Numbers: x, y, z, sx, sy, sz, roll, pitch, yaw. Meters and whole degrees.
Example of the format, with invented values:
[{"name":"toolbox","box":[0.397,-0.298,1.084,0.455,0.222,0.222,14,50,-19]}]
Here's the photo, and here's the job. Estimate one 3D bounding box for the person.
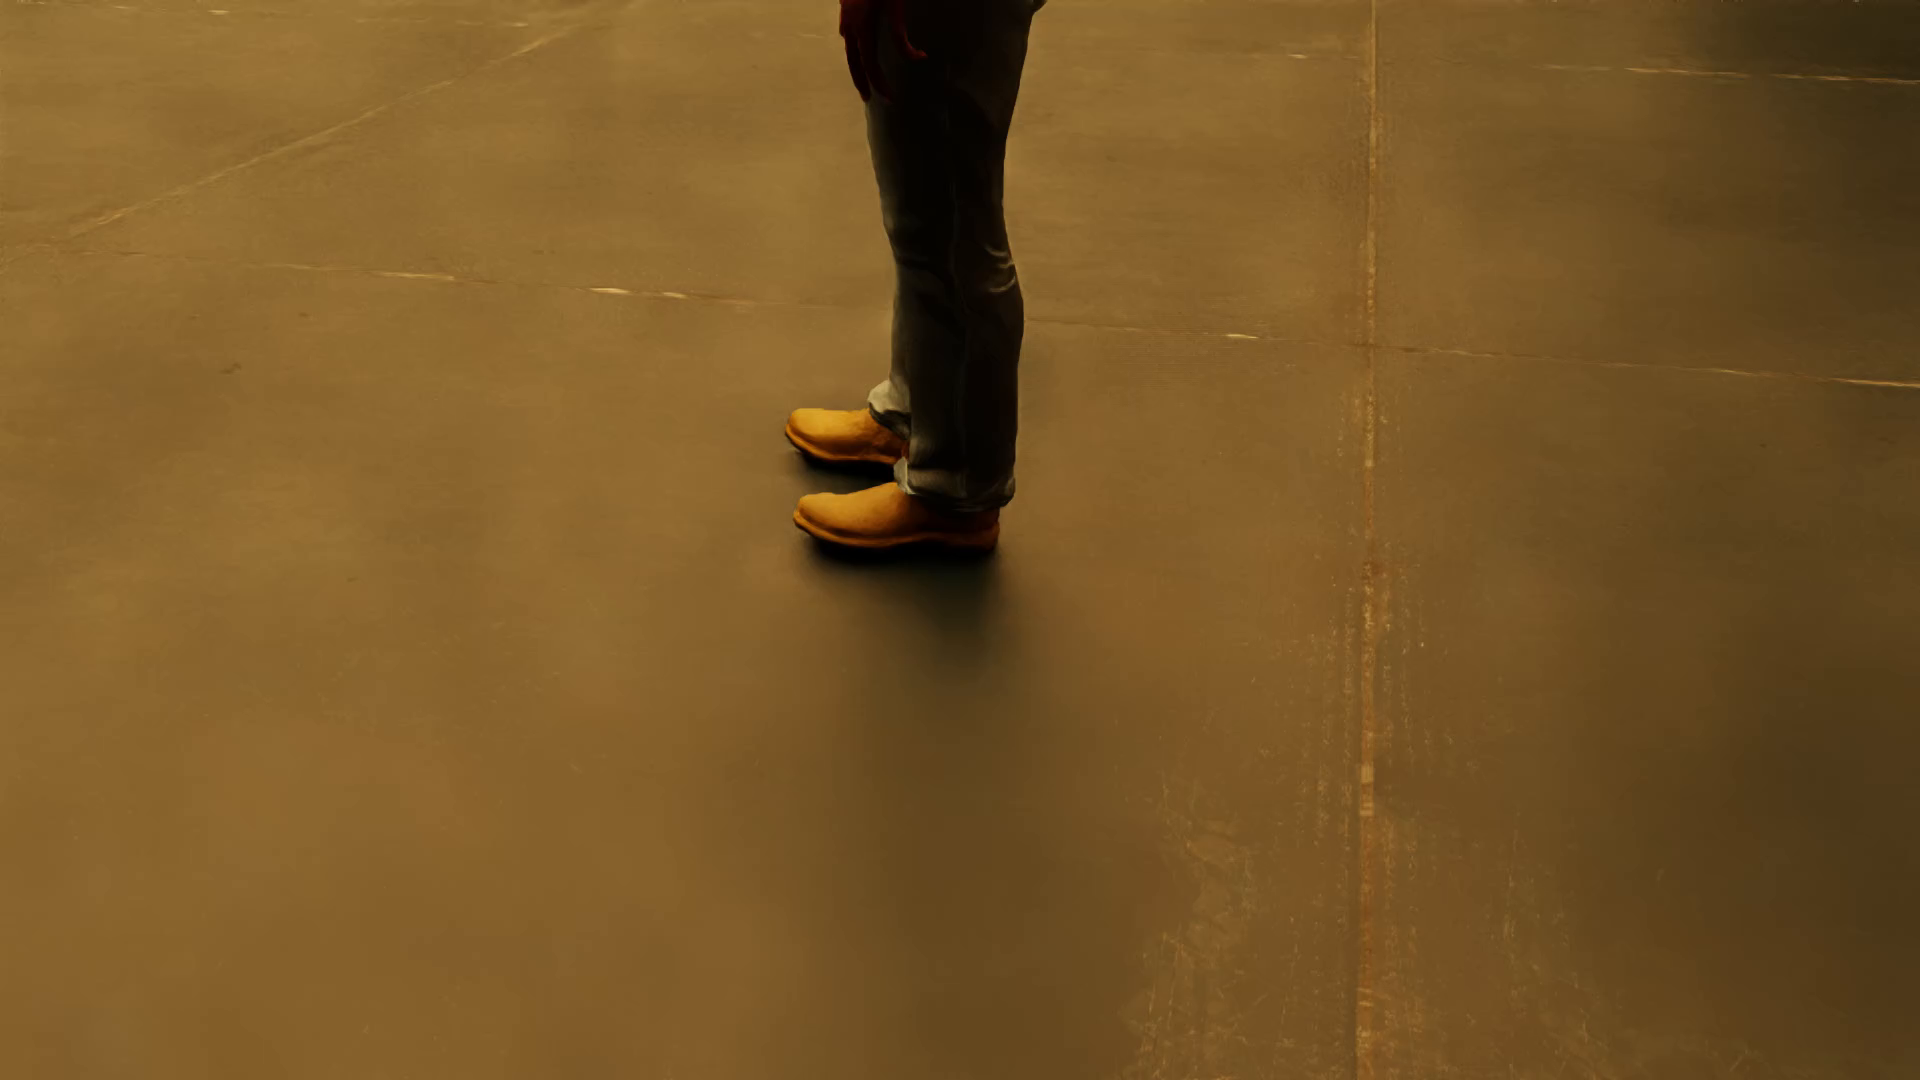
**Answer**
[{"name":"person","box":[-0.067,-0.801,2.119,0.576,1.760,0.665,6,27,11]}]
